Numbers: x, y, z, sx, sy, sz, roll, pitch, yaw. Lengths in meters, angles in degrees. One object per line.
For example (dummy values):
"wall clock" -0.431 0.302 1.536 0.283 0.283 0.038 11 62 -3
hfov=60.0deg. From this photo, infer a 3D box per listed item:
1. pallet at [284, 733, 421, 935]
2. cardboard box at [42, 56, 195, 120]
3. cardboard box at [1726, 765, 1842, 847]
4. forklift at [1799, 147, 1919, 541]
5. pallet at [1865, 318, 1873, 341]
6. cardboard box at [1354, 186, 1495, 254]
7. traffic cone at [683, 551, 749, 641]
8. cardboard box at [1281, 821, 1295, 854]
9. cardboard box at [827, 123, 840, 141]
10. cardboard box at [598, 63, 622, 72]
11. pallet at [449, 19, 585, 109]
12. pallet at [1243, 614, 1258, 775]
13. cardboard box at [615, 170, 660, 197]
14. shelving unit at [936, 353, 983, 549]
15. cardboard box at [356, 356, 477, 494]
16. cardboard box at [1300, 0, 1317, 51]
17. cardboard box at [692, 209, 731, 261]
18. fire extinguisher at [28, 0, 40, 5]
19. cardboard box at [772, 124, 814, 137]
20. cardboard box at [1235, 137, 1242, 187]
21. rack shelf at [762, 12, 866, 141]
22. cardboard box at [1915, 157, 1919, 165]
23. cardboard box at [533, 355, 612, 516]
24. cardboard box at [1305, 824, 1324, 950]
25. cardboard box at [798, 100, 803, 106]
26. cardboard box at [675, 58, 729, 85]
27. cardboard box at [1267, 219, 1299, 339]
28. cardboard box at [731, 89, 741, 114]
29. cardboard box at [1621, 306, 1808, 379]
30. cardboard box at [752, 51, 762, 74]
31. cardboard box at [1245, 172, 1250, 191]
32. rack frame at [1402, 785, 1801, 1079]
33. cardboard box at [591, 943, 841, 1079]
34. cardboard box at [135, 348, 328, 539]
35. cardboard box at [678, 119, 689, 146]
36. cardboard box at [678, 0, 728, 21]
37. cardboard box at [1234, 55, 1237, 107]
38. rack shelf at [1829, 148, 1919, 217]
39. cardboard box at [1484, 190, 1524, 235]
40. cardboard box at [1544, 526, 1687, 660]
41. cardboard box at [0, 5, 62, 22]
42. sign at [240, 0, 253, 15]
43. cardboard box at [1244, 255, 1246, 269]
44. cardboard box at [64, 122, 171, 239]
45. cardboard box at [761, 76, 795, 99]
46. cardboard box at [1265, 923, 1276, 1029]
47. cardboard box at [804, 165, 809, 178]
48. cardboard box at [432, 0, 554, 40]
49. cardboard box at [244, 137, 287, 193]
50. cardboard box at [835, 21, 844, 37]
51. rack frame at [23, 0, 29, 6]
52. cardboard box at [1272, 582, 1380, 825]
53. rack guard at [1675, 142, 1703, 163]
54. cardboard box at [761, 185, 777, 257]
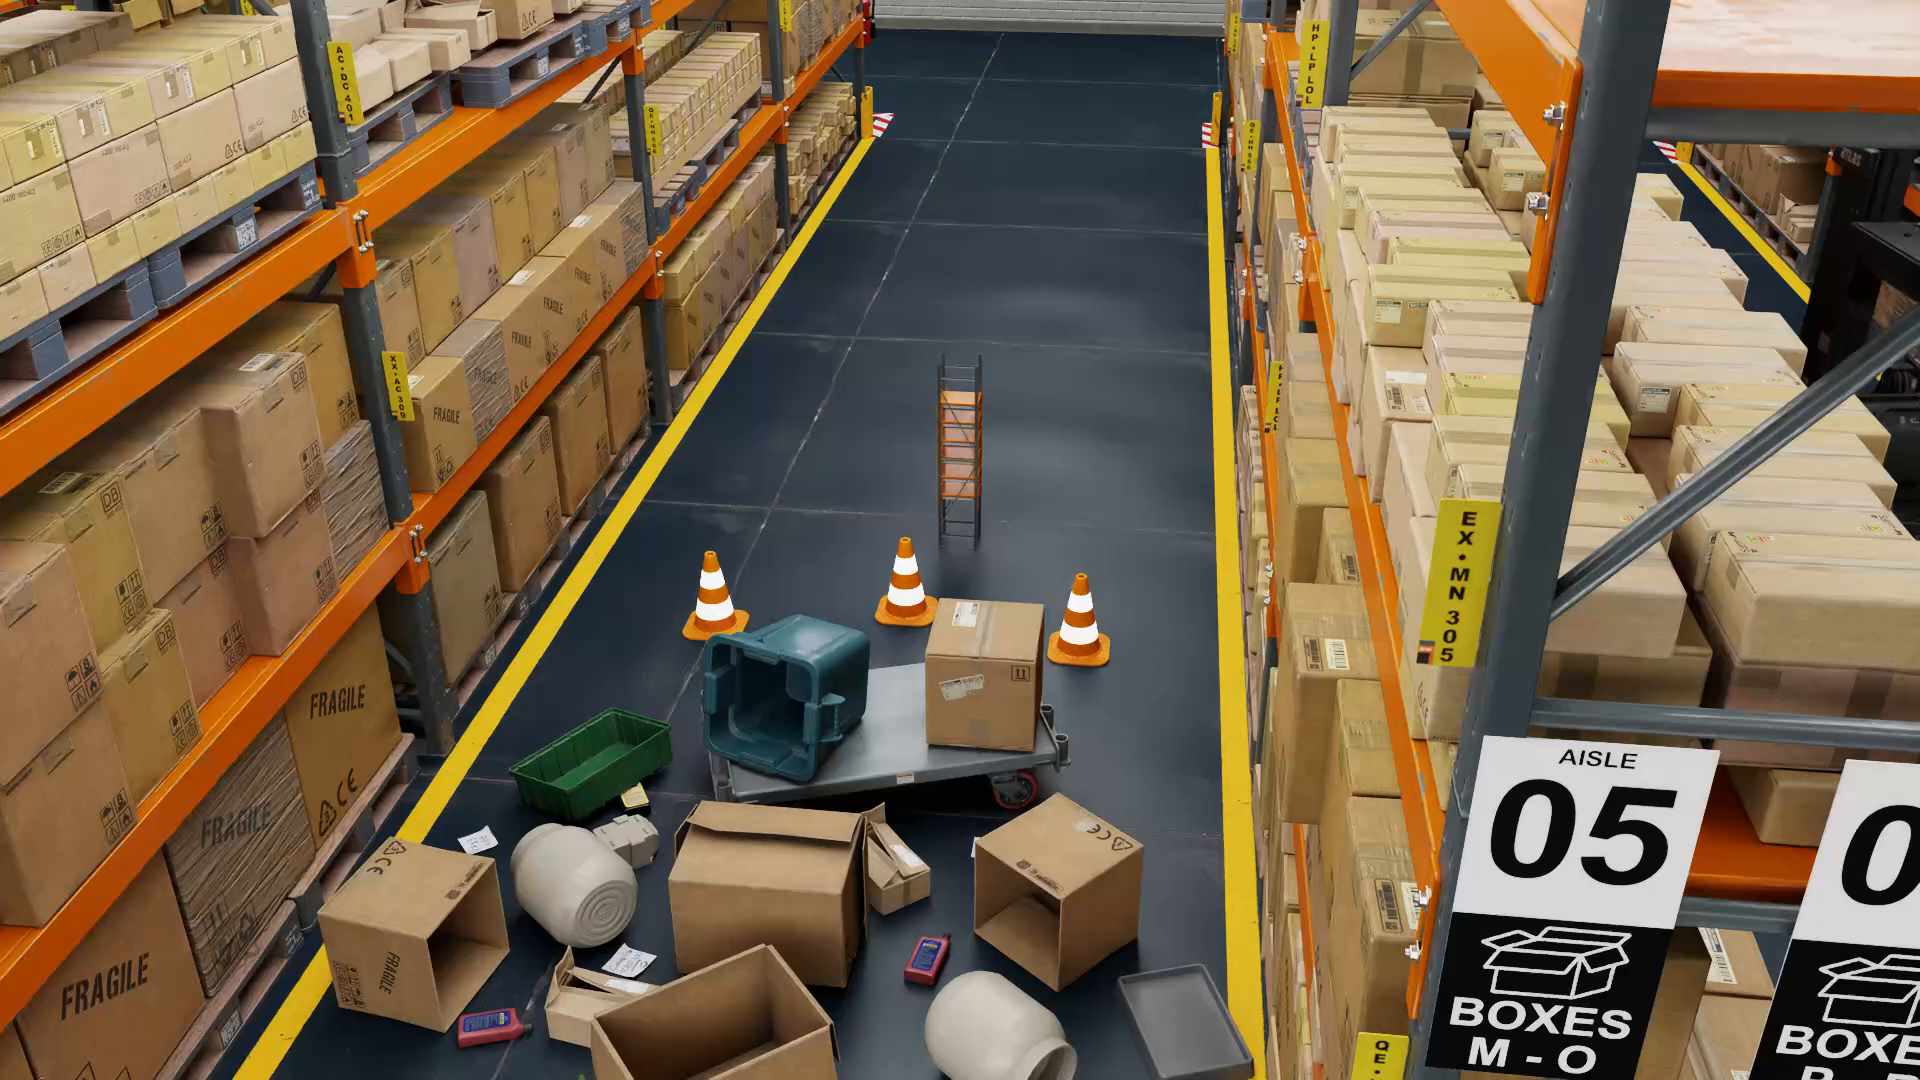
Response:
"pallet" -3.205 1.287 7.639 1.003 0.211 1.213 3 28 6
"cardboard box" -2.856 -1.539 5.657 0.380 0.149 0.250 4 29 7
"cardboard box" 1.764 0.482 3.296 0.380 0.149 0.250 3 28 6
"forklift" 4.695 -0.441 7.979 1.130 2.935 3.031 -1 28 -1
"pallet" 7.736 -1.920 13.592 1.003 0.211 1.213 3 28 6
"cardboard box" 1.445 -0.996 5.198 0.380 0.149 0.250 2 28 5
"traffic cone" -1.371 0.279 9.244 0.336 0.463 0.334 3 28 6
"cardboard box" 1.384 1.042 6.135 0.380 0.149 0.250 5 29 9
"cardboard box" -1.458 -4.249 17.224 0.380 0.149 0.250 4 29 7
"cardboard box" -2.716 -3.629 13.018 0.380 0.149 0.250 4 29 8
"pallet" -2.705 -2.582 8.916 1.003 0.211 1.213 5 29 9
"pallet" 1.985 0.807 8.529 1.003 0.211 1.213 3 28 6
"cardboard box" -2.289 -2.450 11.457 0.380 0.149 0.250 3 28 5
"shelving unit" -0.002 -0.521 9.953 0.258 1.200 0.189 3 28 6
"cardboard box" -2.703 -0.570 8.040 0.500 0.500 0.500 4 29 7
"cardboard box" 2.255 -2.856 9.120 0.700 0.500 0.500 3 28 6
"cardboard box" -2.084 -2.373 12.894 0.500 0.250 0.500 4 29 7
"fire extinguisher" -10.920 -6.413 19.465 0.296 0.674 0.183 3 28 6
"cardboard box" -1.659 -4.022 16.489 0.380 0.149 0.250 2 28 4
"cardboard box" 2.344 -2.843 12.523 0.500 0.250 0.500 3 28 5
"rack shelf" -1.809 -4.685 16.541 1.077 0.370 4.000 3 28 6
"cardboard box" 7.357 -2.934 11.985 0.700 0.500 0.500 3 28 6
"cardboard box" -2.812 -0.678 10.276 1.050 0.750 0.750 4 29 7
"cardboard box" 1.324 0.912 4.976 0.500 0.500 0.500 3 28 6
"cardboard box" -1.880 -4.771 17.879 0.380 0.149 0.250 4 29 7
"cardboard box" -2.041 -3.709 13.166 0.380 0.149 0.250 2 28 5
"cardboard box" 1.912 -1.367 8.764 0.500 0.500 0.500 2 28 4
"cardboard box" -2.001 -3.578 13.551 0.380 0.149 0.250 2 28 4
"cardboard box" 1.907 -0.476 4.232 0.380 0.149 0.250 4 29 8
"cardboard box" -1.907 -4.066 14.144 0.380 0.149 0.250 4 29 8
"cardboard box" 2.247 -2.575 11.499 0.500 0.250 0.500 3 28 5
"rack frame" 1.401 1.829 3.693 1.000 3.000 0.127 3 28 6
"cardboard box" -0.897 1.954 6.093 0.797 0.503 0.637 -17 33 -29
"cardboard box" -3.066 -0.398 6.530 0.875 0.550 0.550 3 28 6
"cardboard box" -2.195 -2.970 12.110 0.380 0.149 0.250 3 29 6
"cardboard box" -2.265 -4.912 14.732 0.500 0.500 0.500 2 28 4
"cardboard box" 2.674 -4.097 14.587 0.500 0.500 0.500 4 29 7
"rack shelf" 7.553 -2.275 12.068 1.077 0.370 4.000 3 28 6
"cardboard box" 2.043 -0.978 5.585 0.500 0.250 0.500 3 28 5
"cardboard box" 1.149 0.091 3.179 0.380 0.149 0.250 4 29 7
"cardboard box" -7.191 -3.964 13.283 0.797 0.503 0.637 4 29 8
"sign" -6.425 -4.844 14.941 0.100 0.325 0.005 3 28 6
"cardboard box" 2.874 -2.773 14.032 0.875 0.875 0.875 4 29 8
"cardboard box" -2.965 -1.189 5.427 0.500 0.250 0.500 3 28 6
"cardboard box" -1.695 -4.064 14.895 0.380 0.149 0.250 4 29 8
"cardboard box" 1.434 1.735 6.322 0.500 0.250 0.500 3 28 6
"cardboard box" -1.699 -3.639 16.405 0.380 0.149 0.250 2 28 4
"cardboard box" -2.479 -2.936 8.721 0.500 0.500 0.500 3 28 6
"cardboard box" -2.792 -1.424 6.285 0.380 0.149 0.250 4 29 7
"cardboard box" -1.415 -5.307 17.203 0.380 0.149 0.250 4 29 8
"rack frame" -11.390 -6.566 19.276 1.000 3.000 0.127 3 28 6
"cardboard box" 1.276 0.477 4.729 0.700 0.500 0.500 3 28 6
"rack guard" 8.279 -4.280 17.667 1.175 0.500 0.348 3 28 6
"cardboard box" -1.895 -2.781 14.443 0.500 0.500 0.500 3 28 5
